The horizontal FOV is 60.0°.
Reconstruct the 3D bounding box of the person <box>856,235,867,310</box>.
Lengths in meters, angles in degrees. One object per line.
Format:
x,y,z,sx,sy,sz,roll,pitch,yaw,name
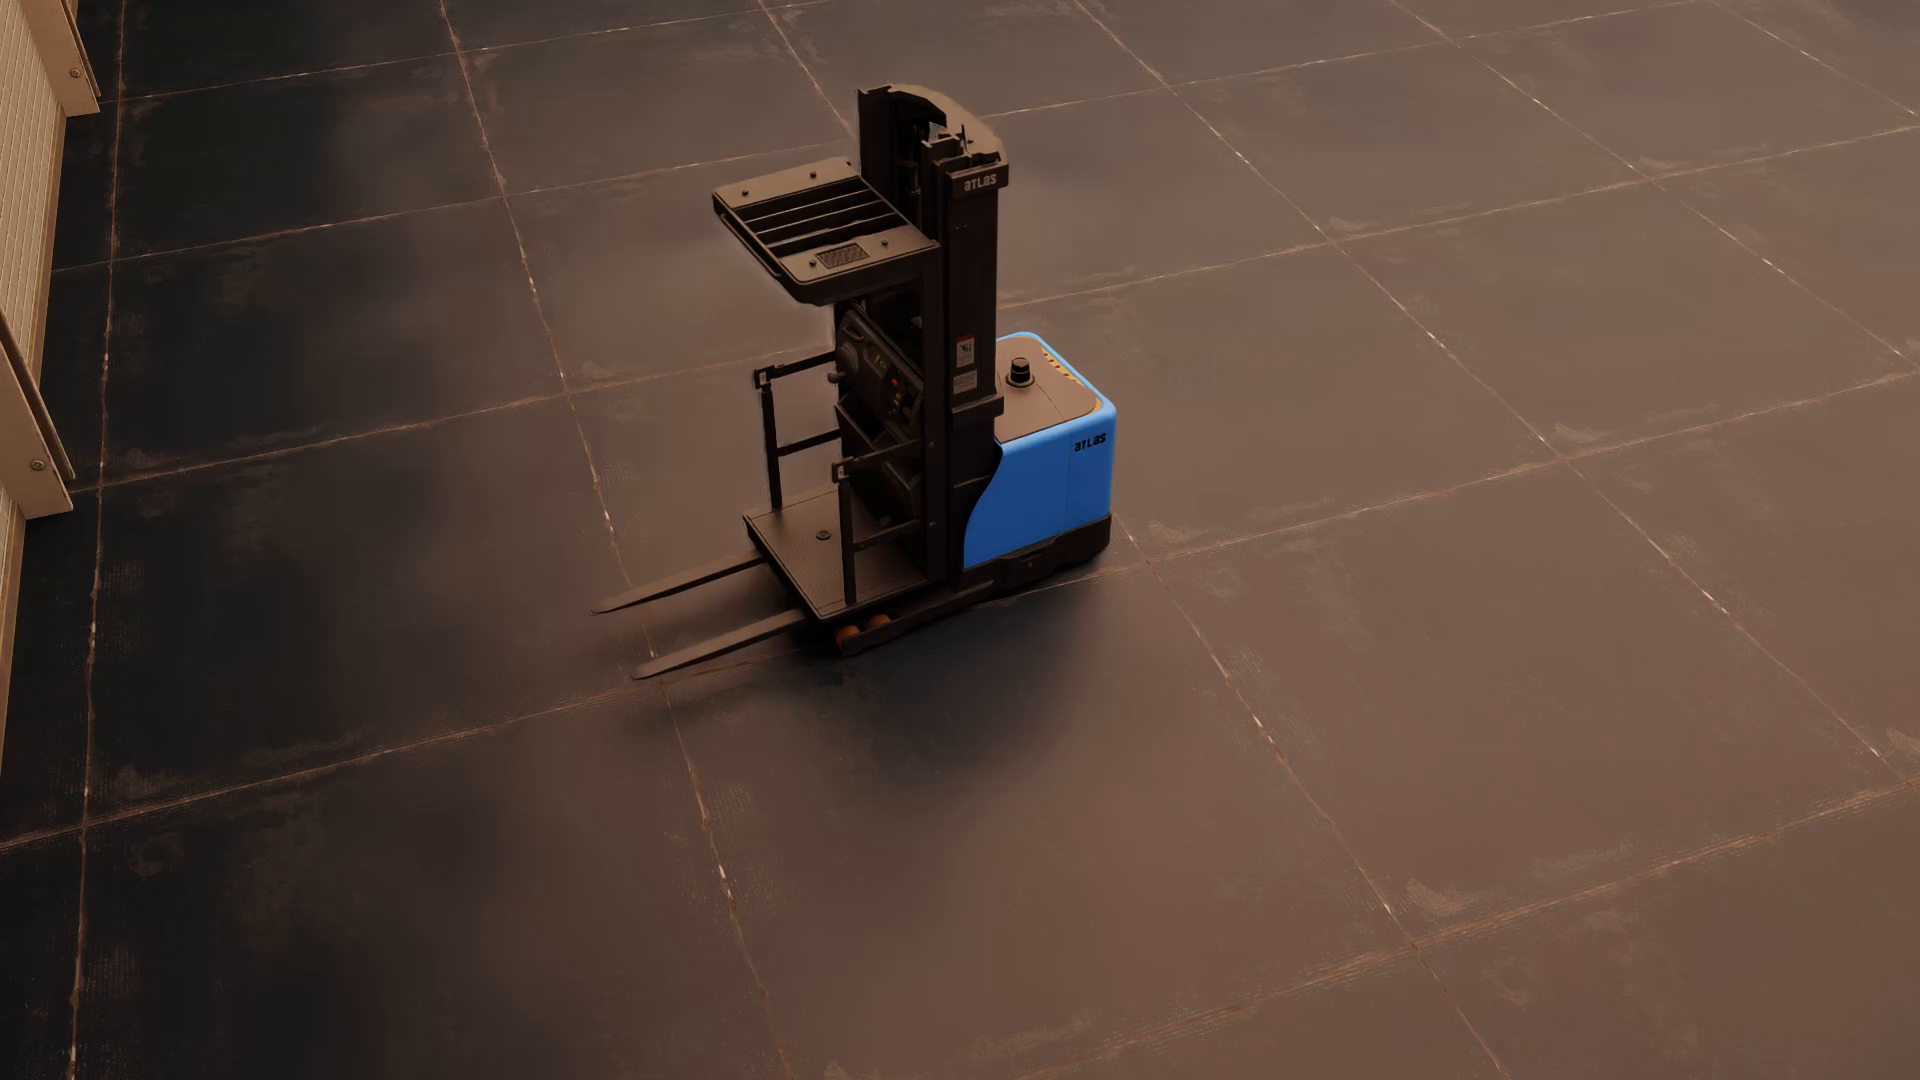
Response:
-0.415,-1.959,11.489,1.049,1.542,0.463,-27,47,-28,person

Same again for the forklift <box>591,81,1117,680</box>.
-0.623,-0.858,9.018,3.031,2.935,1.130,-20,44,-22,forklift
